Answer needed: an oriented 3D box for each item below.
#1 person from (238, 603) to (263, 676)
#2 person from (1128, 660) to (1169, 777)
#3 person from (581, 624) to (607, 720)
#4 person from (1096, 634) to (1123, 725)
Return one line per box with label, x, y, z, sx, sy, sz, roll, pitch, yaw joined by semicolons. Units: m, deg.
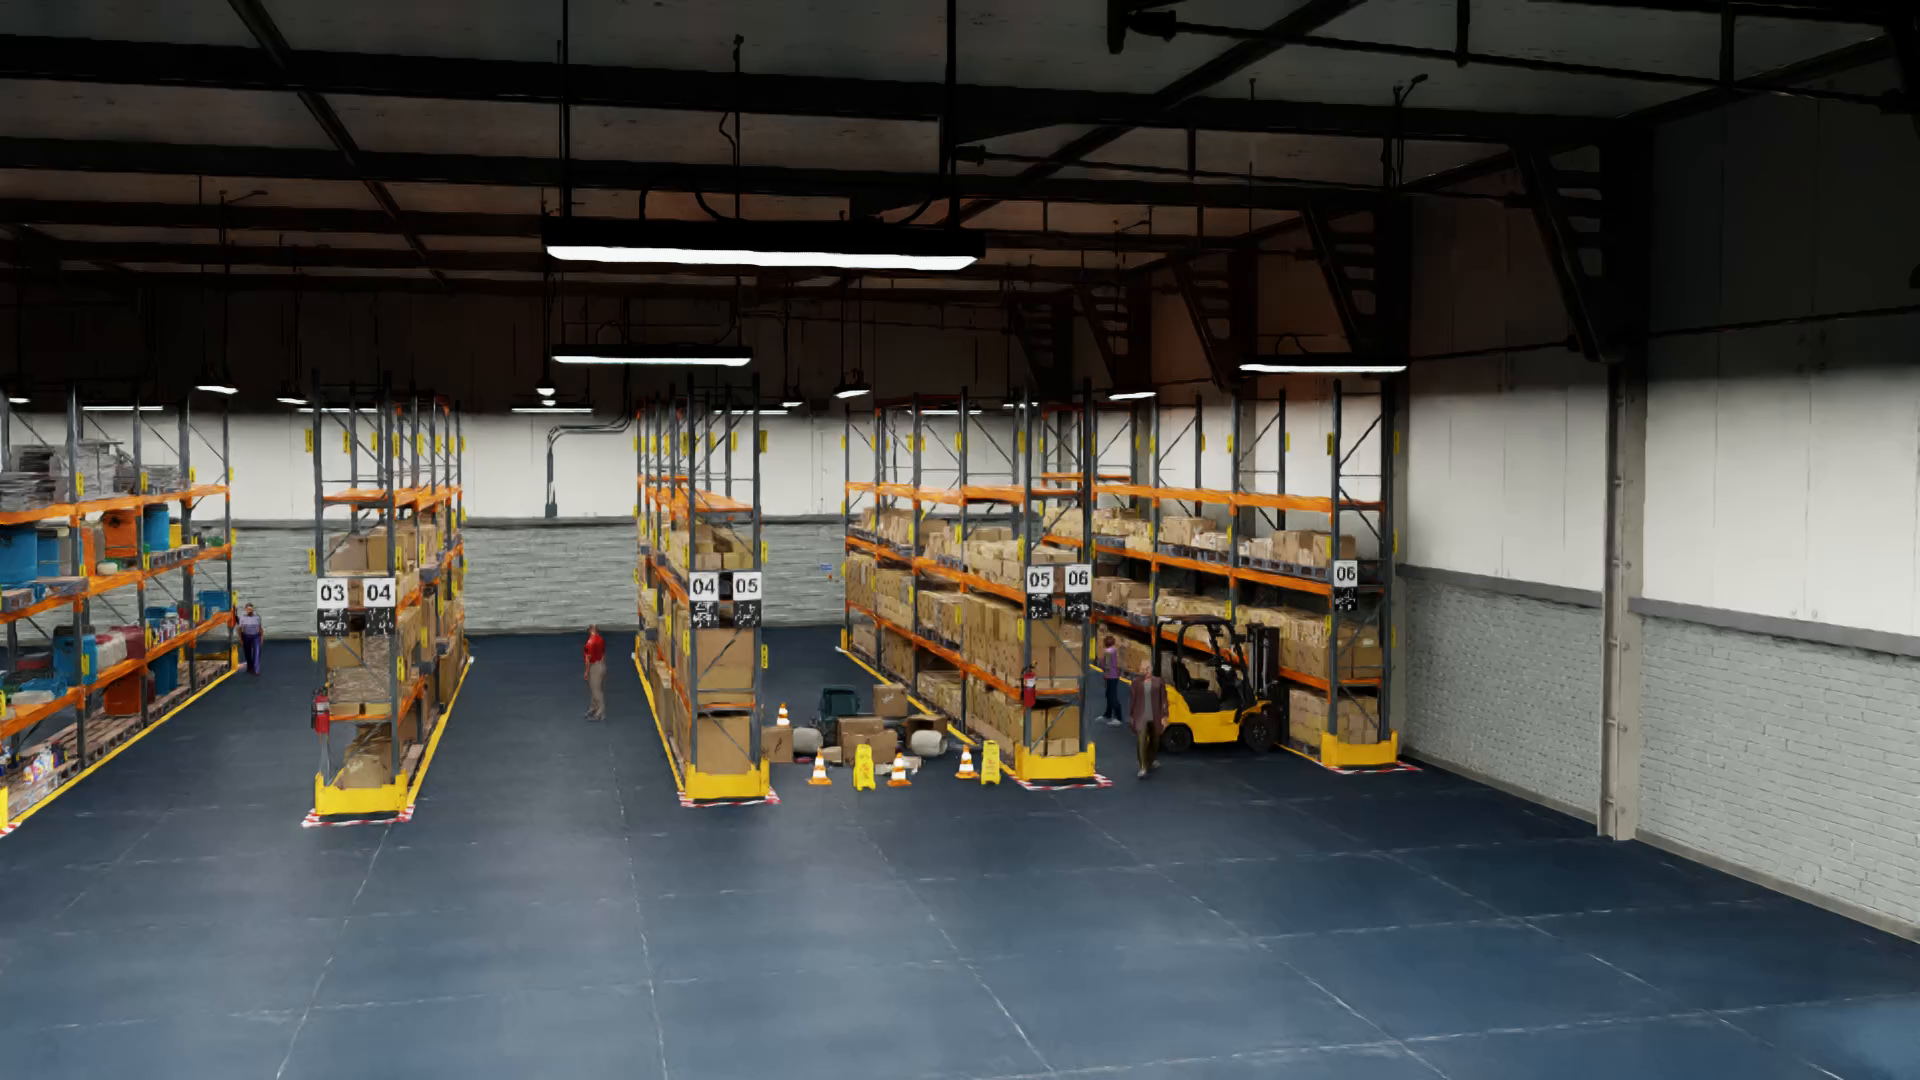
person;-15.347;2.135;35.951;0.481;1.551;1.072;-1;3;-16
person;2.850;2.676;25.129;0.613;1.750;0.972;0;3;4
person;-6.687;2.378;30.280;0.597;1.721;0.668;1;3;11
person;2.664;2.478;29.690;0.527;1.592;0.522;1;3;17
